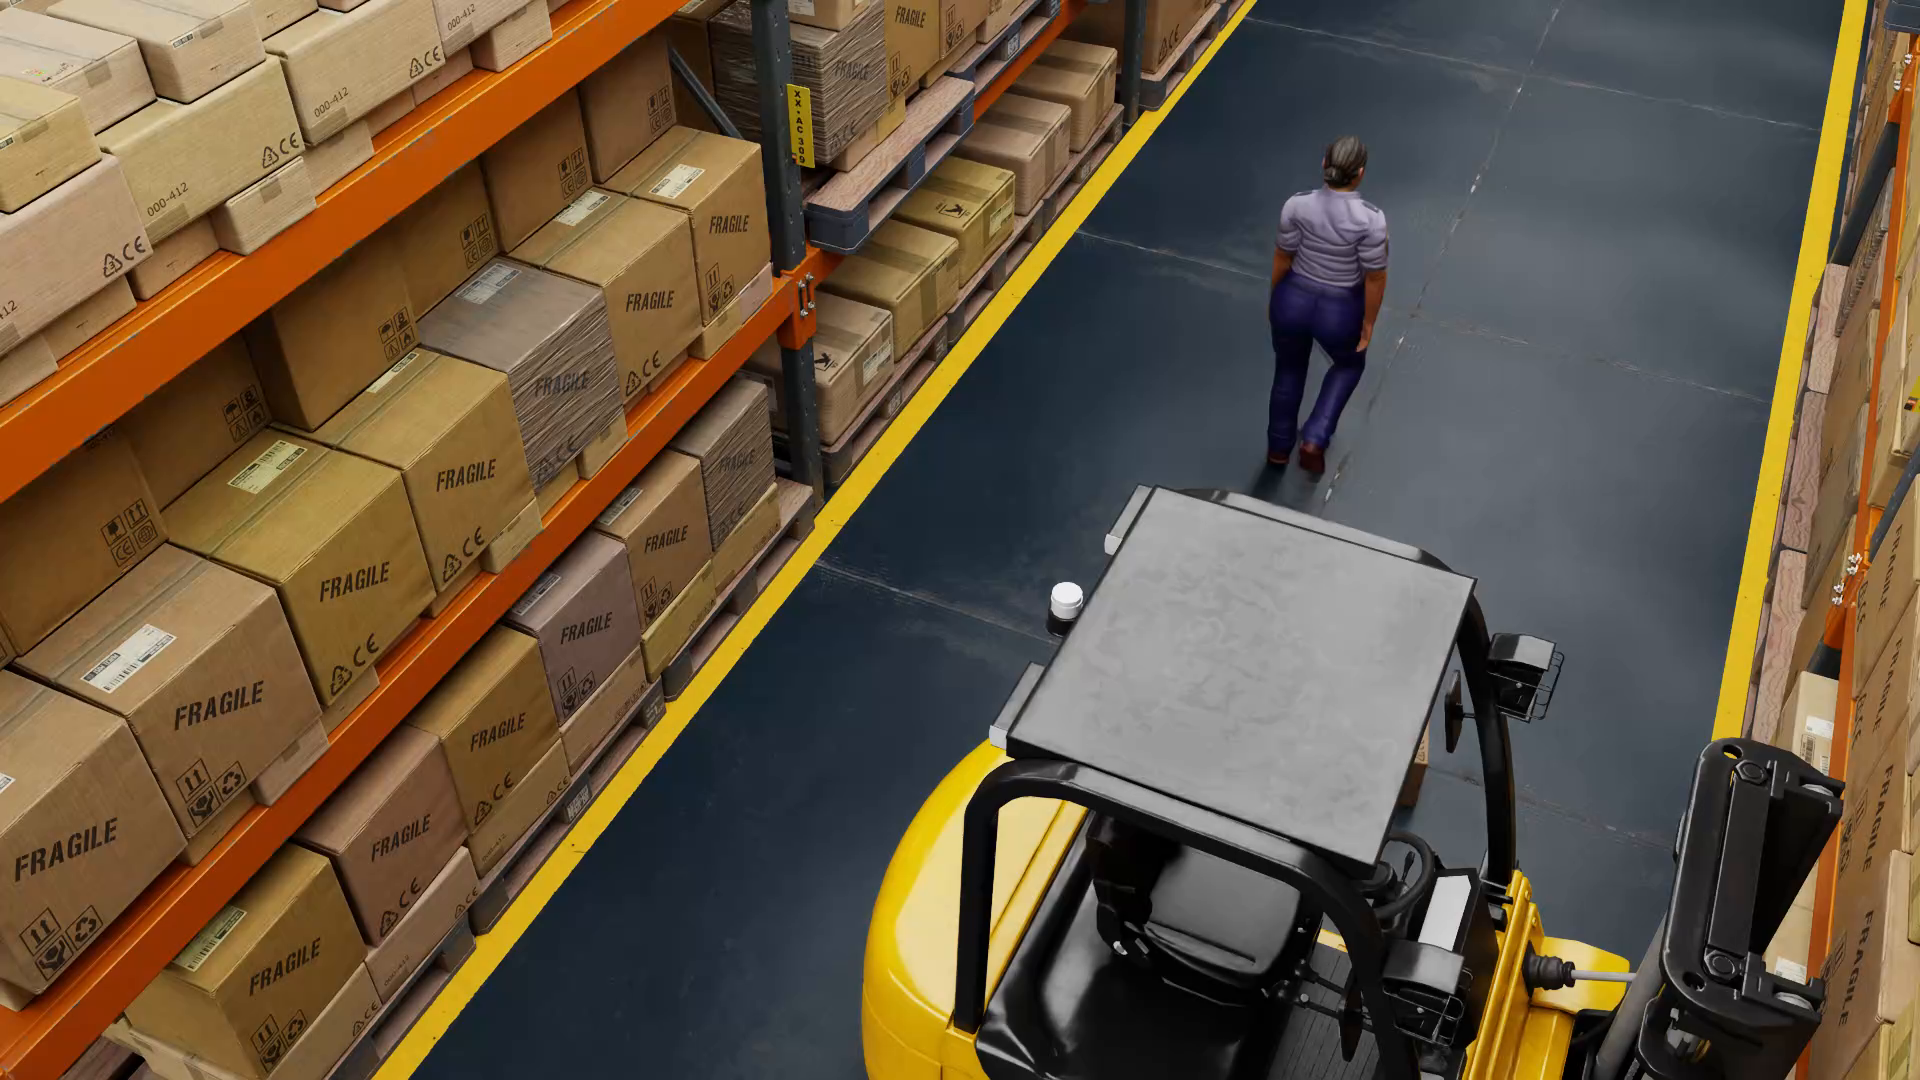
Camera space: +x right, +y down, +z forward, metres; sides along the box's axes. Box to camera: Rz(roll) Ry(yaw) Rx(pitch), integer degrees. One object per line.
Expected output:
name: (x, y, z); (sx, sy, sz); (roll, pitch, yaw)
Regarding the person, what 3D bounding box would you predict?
person: (1.572, -0.986, 7.227); (0.491, 1.649, 0.465); (15, 44, 16)
